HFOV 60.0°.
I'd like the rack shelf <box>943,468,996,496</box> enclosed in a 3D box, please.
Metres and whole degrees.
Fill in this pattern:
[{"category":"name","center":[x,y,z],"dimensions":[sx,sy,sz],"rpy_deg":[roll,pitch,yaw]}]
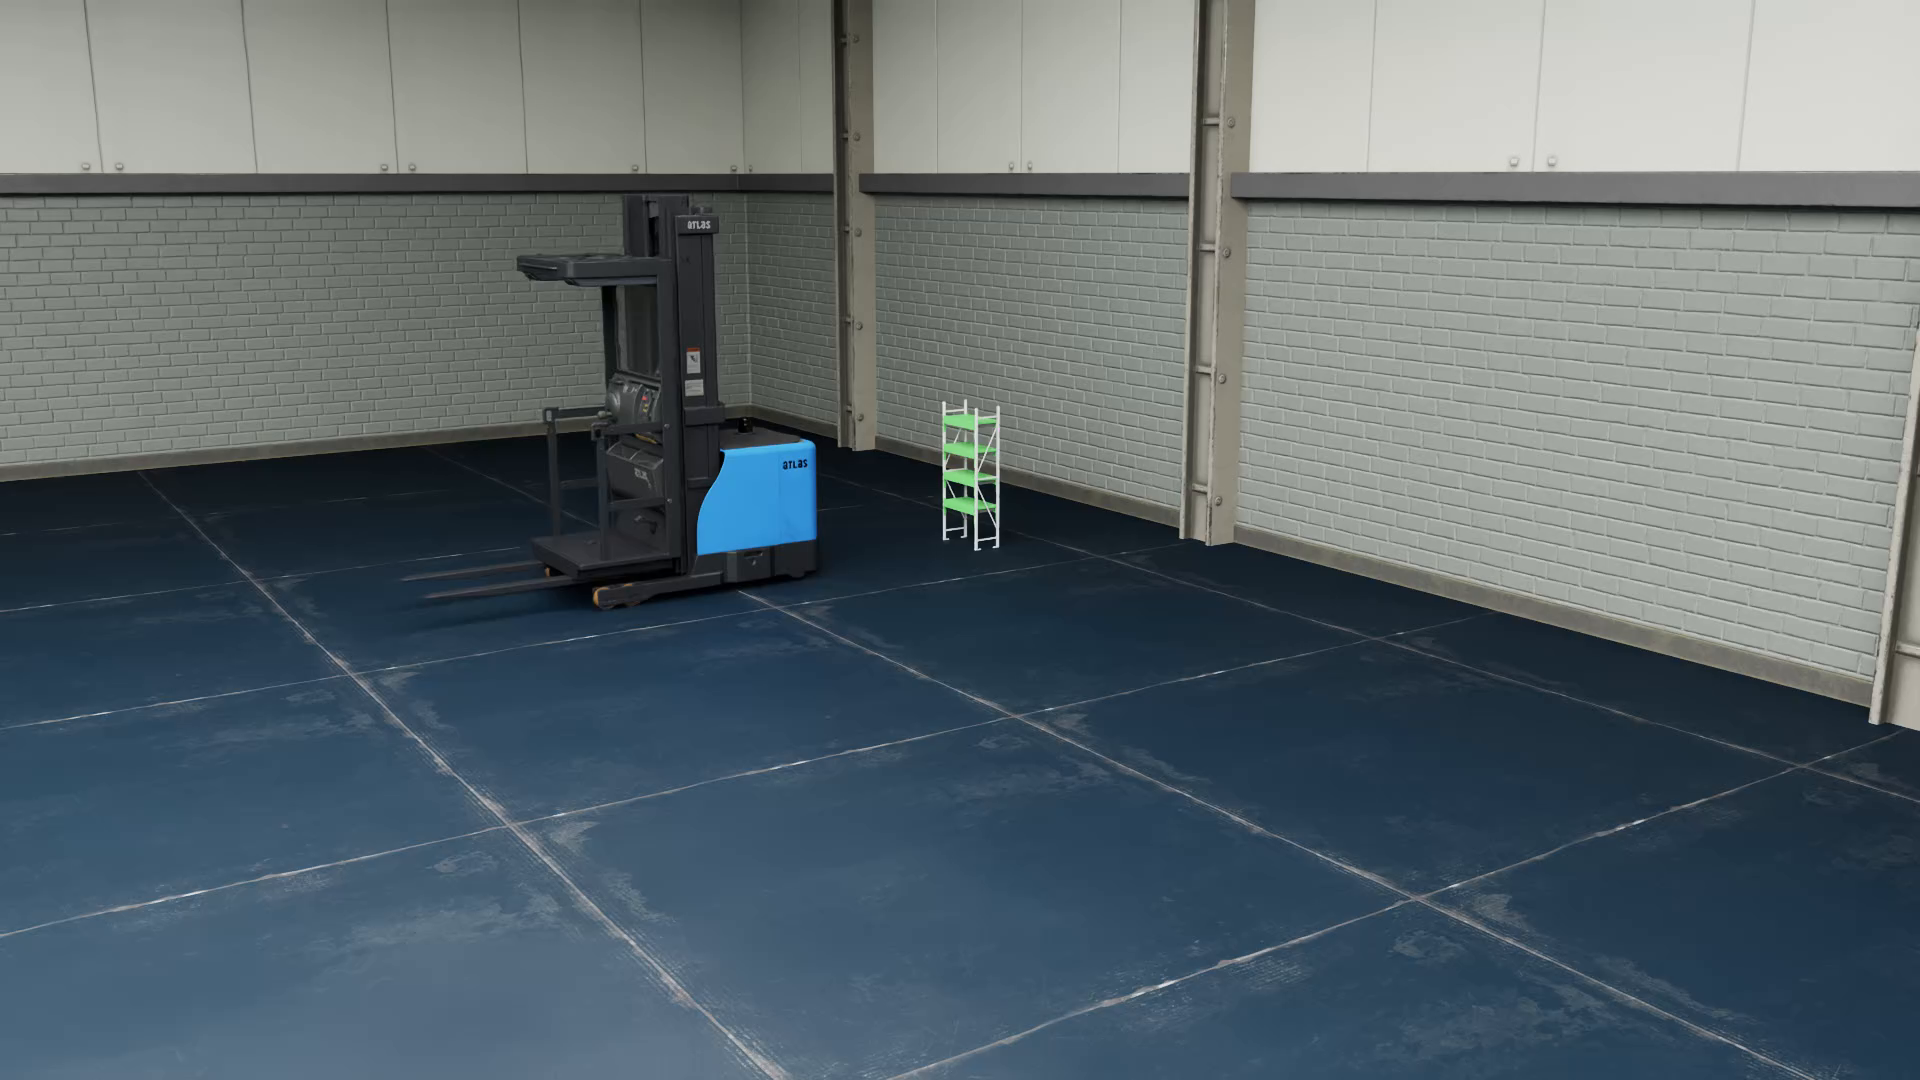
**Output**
[{"category":"rack shelf","center":[0.092,-0.494,14.113],"dimensions":[0.258,0.148,0.480],"rpy_deg":[-8,15,-33]}]

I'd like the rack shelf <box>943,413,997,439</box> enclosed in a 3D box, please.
[{"category":"rack shelf","center":[0.092,-0.963,14.010],"dimensions":[0.258,0.148,0.480],"rpy_deg":[-8,15,-33]}]

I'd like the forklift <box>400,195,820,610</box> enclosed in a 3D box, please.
[{"category":"forklift","center":[-2.611,-1.053,12.317],"dimensions":[3.031,2.935,1.130],"rpy_deg":[-8,15,-33]}]

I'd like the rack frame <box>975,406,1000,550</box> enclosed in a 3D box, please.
[{"category":"rack frame","center":[0.227,-0.513,13.901],"dimensions":[0.240,1.200,0.015],"rpy_deg":[-8,15,-33]}]

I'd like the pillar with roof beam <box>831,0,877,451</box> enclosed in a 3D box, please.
[{"category":"pillar with roof beam","center":[-4.770,-4.956,15.960],"dimensions":[9.100,9.000,0.400],"rpy_deg":[-8,15,-33]}]

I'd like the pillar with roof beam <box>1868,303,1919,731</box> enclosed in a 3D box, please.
[{"category":"pillar with roof beam","center":[1.879,-2.822,6.200],"dimensions":[9.100,9.000,0.400],"rpy_deg":[-8,15,-33]}]

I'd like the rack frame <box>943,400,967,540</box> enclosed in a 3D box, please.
[{"category":"rack frame","center":[-0.043,-0.600,14.297],"dimensions":[0.240,1.200,0.015],"rpy_deg":[-8,15,-33]}]

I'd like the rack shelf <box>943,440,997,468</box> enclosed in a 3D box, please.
[{"category":"rack shelf","center":[0.092,-0.729,14.061],"dimensions":[0.258,0.148,0.480],"rpy_deg":[-8,15,-33]}]

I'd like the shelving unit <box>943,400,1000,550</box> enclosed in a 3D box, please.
[{"category":"shelving unit","center":[0.092,-0.557,14.099],"dimensions":[0.258,1.200,0.503],"rpy_deg":[-8,15,-33]}]

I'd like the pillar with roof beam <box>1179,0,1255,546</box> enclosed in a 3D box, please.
[{"category":"pillar with roof beam","center":[-1.446,-3.889,11.080],"dimensions":[9.100,9.000,0.400],"rpy_deg":[-8,15,-33]}]

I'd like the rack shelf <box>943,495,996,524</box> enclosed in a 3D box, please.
[{"category":"rack shelf","center":[0.092,-0.260,14.164],"dimensions":[0.258,0.148,0.480],"rpy_deg":[-8,15,-33]}]
